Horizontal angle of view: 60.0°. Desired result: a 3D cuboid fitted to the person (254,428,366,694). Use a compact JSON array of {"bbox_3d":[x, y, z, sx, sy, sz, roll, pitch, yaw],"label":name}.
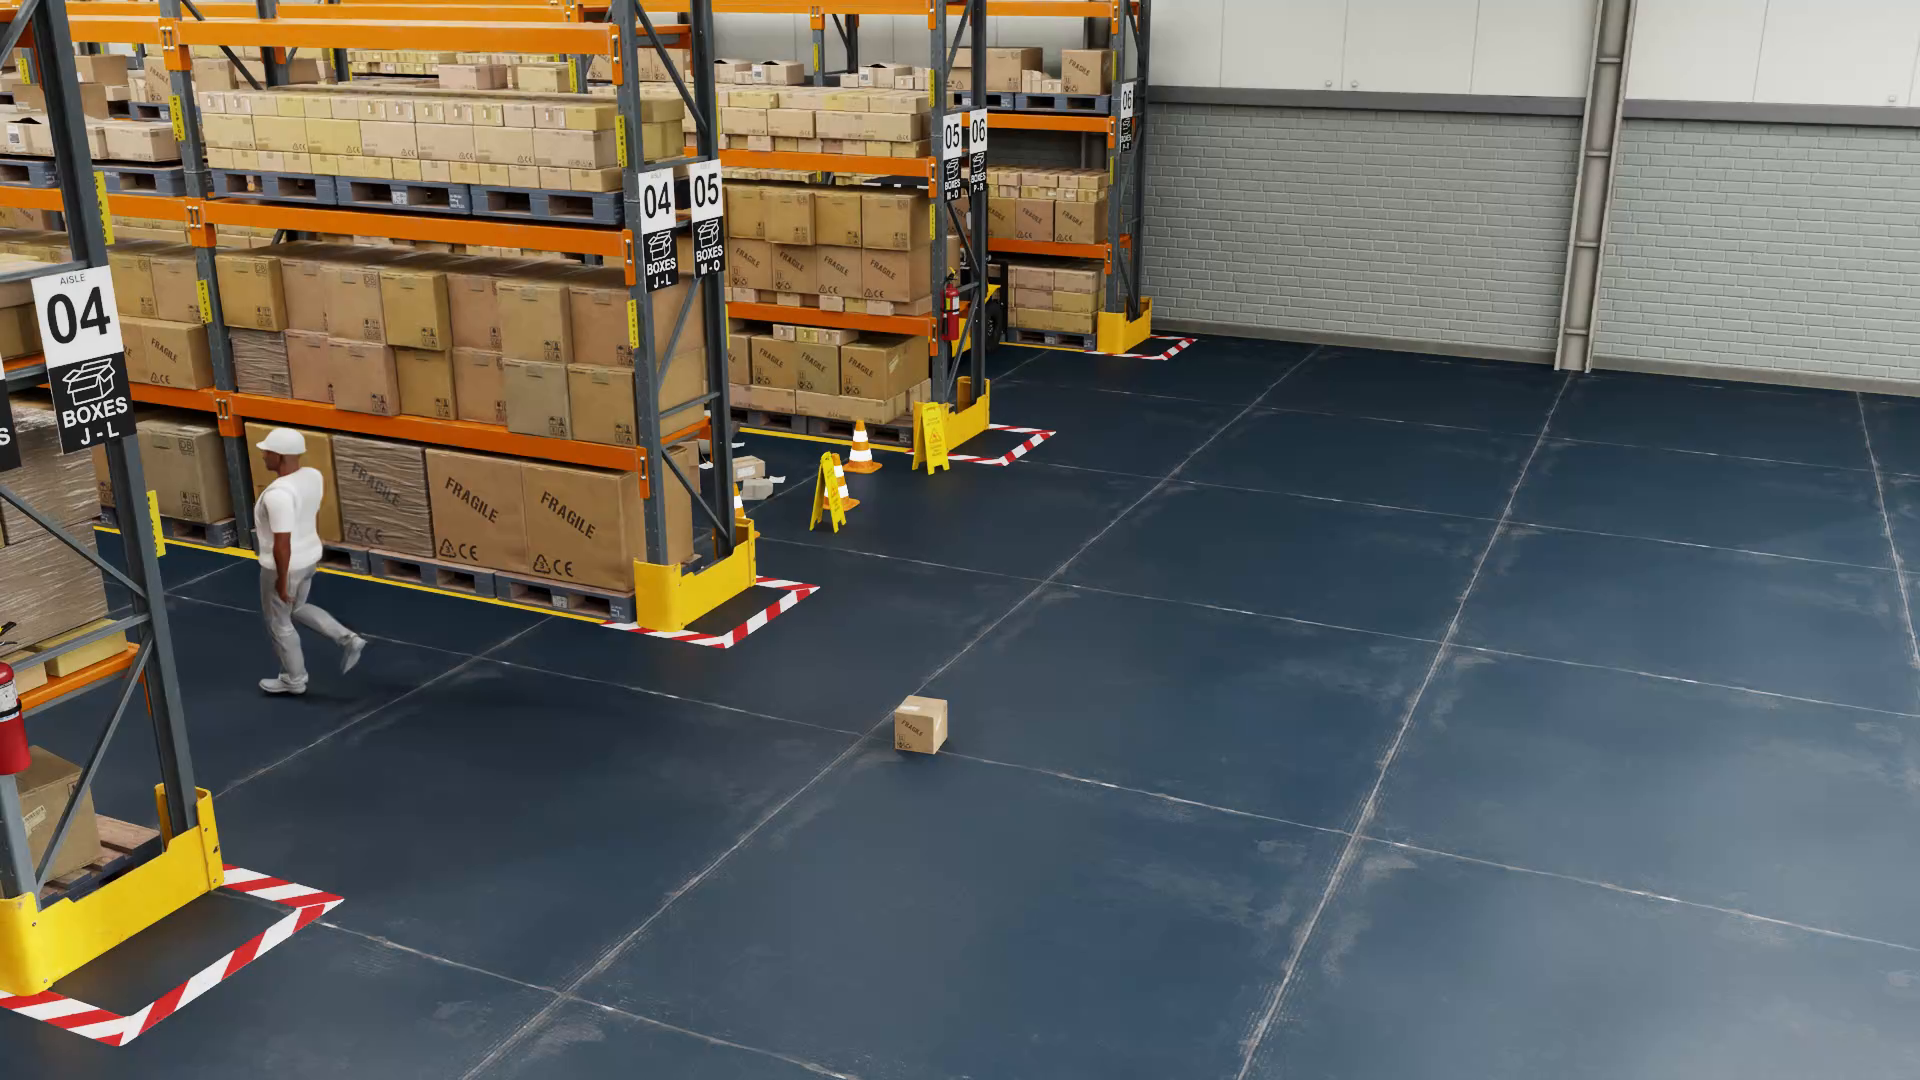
[{"bbox_3d":[-4.220,0.135,10.583,0.665,1.750,0.572,3,19,7],"label":"person"}]
